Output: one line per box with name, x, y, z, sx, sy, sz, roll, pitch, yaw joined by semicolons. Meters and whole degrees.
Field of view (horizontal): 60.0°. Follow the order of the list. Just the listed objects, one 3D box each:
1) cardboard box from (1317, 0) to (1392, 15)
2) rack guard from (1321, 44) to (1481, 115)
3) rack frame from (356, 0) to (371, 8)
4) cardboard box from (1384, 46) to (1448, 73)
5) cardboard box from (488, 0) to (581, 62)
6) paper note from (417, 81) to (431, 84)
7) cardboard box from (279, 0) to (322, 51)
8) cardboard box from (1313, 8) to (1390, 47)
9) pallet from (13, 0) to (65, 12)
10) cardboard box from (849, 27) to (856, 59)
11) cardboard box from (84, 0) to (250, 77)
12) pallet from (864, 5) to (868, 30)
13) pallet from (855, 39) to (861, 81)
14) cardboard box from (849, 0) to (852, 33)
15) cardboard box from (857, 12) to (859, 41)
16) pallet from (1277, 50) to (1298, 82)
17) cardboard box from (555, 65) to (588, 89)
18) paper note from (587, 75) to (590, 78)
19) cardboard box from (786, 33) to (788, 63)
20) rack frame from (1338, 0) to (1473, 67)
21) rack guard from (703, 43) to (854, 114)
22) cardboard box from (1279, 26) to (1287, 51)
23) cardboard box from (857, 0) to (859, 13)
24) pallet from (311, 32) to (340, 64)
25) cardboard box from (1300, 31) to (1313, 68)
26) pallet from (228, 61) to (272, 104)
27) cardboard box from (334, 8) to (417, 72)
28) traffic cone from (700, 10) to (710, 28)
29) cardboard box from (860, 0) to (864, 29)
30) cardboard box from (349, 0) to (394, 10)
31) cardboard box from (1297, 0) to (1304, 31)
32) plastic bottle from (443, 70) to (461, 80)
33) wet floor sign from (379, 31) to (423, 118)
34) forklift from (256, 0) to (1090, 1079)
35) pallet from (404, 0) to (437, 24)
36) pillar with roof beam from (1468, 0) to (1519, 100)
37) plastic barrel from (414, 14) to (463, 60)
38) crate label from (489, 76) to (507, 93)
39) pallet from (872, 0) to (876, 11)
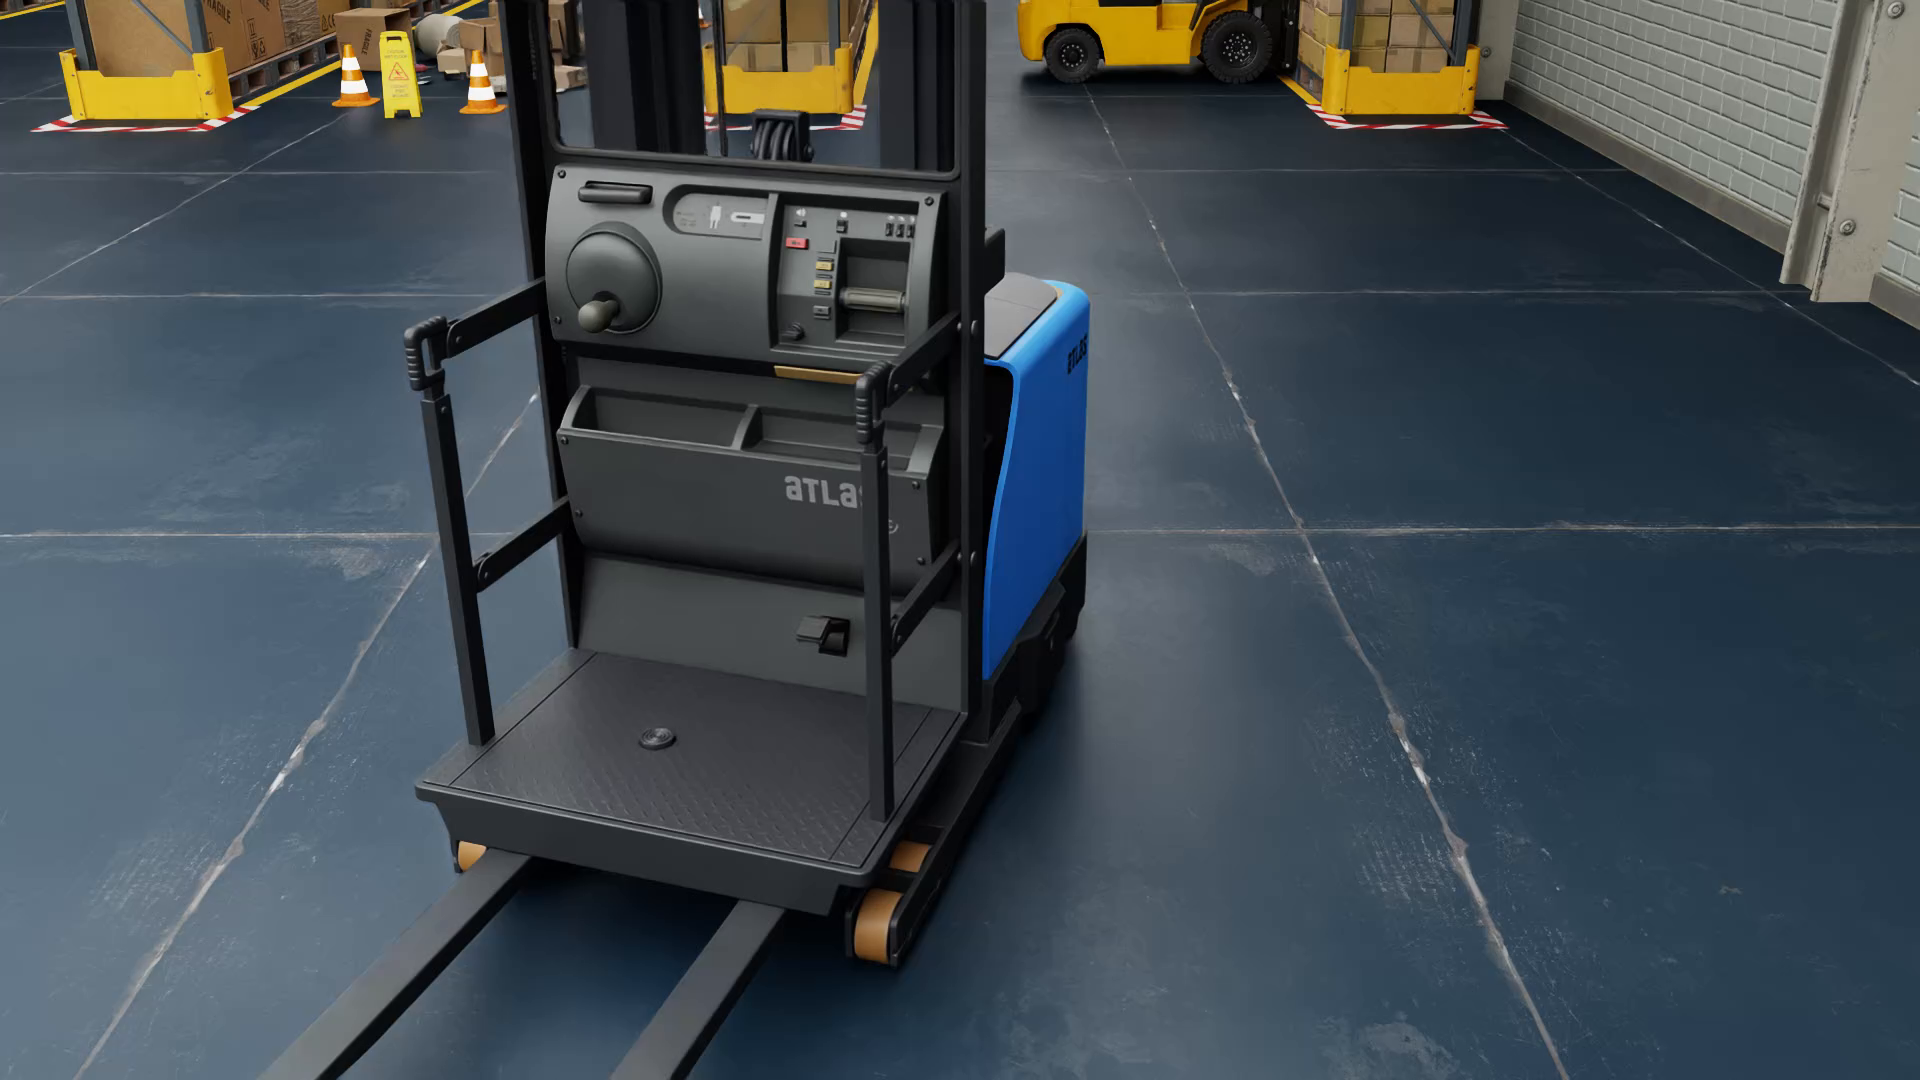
cardboard box;3.200;-4.417;13.490;0.500;0.250;0.500;1;24;1
rack guard;3.517;-3.686;13.293;1.175;0.500;0.348;0;24;-1
rack frame;-6.439;-6.395;16.250;1.000;3.000;0.127;0;24;-1
cardboard box;3.707;-3.976;13.729;0.500;0.250;0.500;0;24;0
cardboard box;-4.016;-4.833;15.660;0.797;0.637;0.503;0;24;-1
paper note;-4.714;-4.030;14.625;0.144;0.017;0.142;8;26;18
cardboard box;-6.488;-4.987;15.206;0.875;0.875;0.875;0;24;0
cardboard box;3.199;-4.200;13.617;0.500;0.250;0.500;-1;24;-1
pallet;-11.436;-6.470;19.800;1.003;0.211;1.213;0;24;-1
cardboard box;-1.177;-4.293;14.430;0.500;0.250;0.500;1;24;1
cardboard box;-6.469;-4.249;13.574;0.875;0.875;0.875;0;24;0
pallet;-1.500;-5.509;17.675;1.003;0.211;1.213;0;24;-1
pallet;-1.431;-4.408;15.240;1.003;0.211;1.213;0;24;-1
cardboard box;-1.190;-4.650;14.308;0.500;0.500;0.500;-1;24;-3
cardboard box;-1.198;-4.726;15.387;0.500;0.250;0.500;0;24;0
pallet;3.456;-4.381;15.179;1.003;0.211;1.213;0;24;-1
cardboard box;-3.481;-4.043;14.508;0.380;0.149;0.250;13;27;27
paper note;-3.307;-4.184;14.978;0.148;0.019;0.142;8;26;18
cardboard box;-1.722;-4.295;14.433;0.500;0.250;0.500;0;24;0
rack frame;3.517;-4.835;12.800;1.000;3.000;0.127;0;24;-1
rack guard;-1.447;-3.703;13.331;1.175;0.500;0.348;0;24;-1
cardboard box;3.175;-4.590;15.087;0.500;0.250;0.500;1;24;1
cardboard box;-1.201;-5.077;15.252;0.500;0.500;0.500;1;24;2
pallet;-6.509;-4.811;16.131;1.003;0.211;1.213;0;24;-1
cardboard box;3.200;-4.170;14.158;0.500;0.250;0.500;0;24;-1
pallet;-6.482;-3.805;13.908;1.003;0.211;1.213;0;24;-1
cardboard box;-5.396;-4.622;15.360;0.500;0.500;0.500;4;25;9
traffic cone;-2.904;-5.808;18.030;0.336;0.463;0.334;0;24;-1
cardboard box;-1.215;-5.155;16.335;0.500;0.250;0.500;1;24;2
cardboard box;-6.536;-5.817;17.192;1.050;0.750;0.750;0;24;-1
cardboard box;3.178;-4.619;14.544;0.500;0.250;0.500;-1;24;-2
plastic bottle;-4.554;-4.172;14.901;0.133;0.061;0.283;-9;26;-19
wet floor sign;-4.415;-3.671;13.084;0.267;0.644;0.232;-4;25;-10
forklift;-0.555;-0.584;3.485;1.130;2.935;3.031;8;25;16
pallet;-6.539;-5.946;18.641;1.003;0.211;1.213;0;24;-1
pillar with roof beam;0.106;-7.840;12.164;9.100;9.000;0.400;0;24;-1
plastic barrel;-4.893;-4.761;15.762;0.512;0.421;0.421;19;30;35
crate label;-3.918;-3.856;14.111;0.250;0.136;0.298;-14;28;-28
pallet;-1.527;-6.515;19.898;1.003;0.211;1.213;0;24;-1
